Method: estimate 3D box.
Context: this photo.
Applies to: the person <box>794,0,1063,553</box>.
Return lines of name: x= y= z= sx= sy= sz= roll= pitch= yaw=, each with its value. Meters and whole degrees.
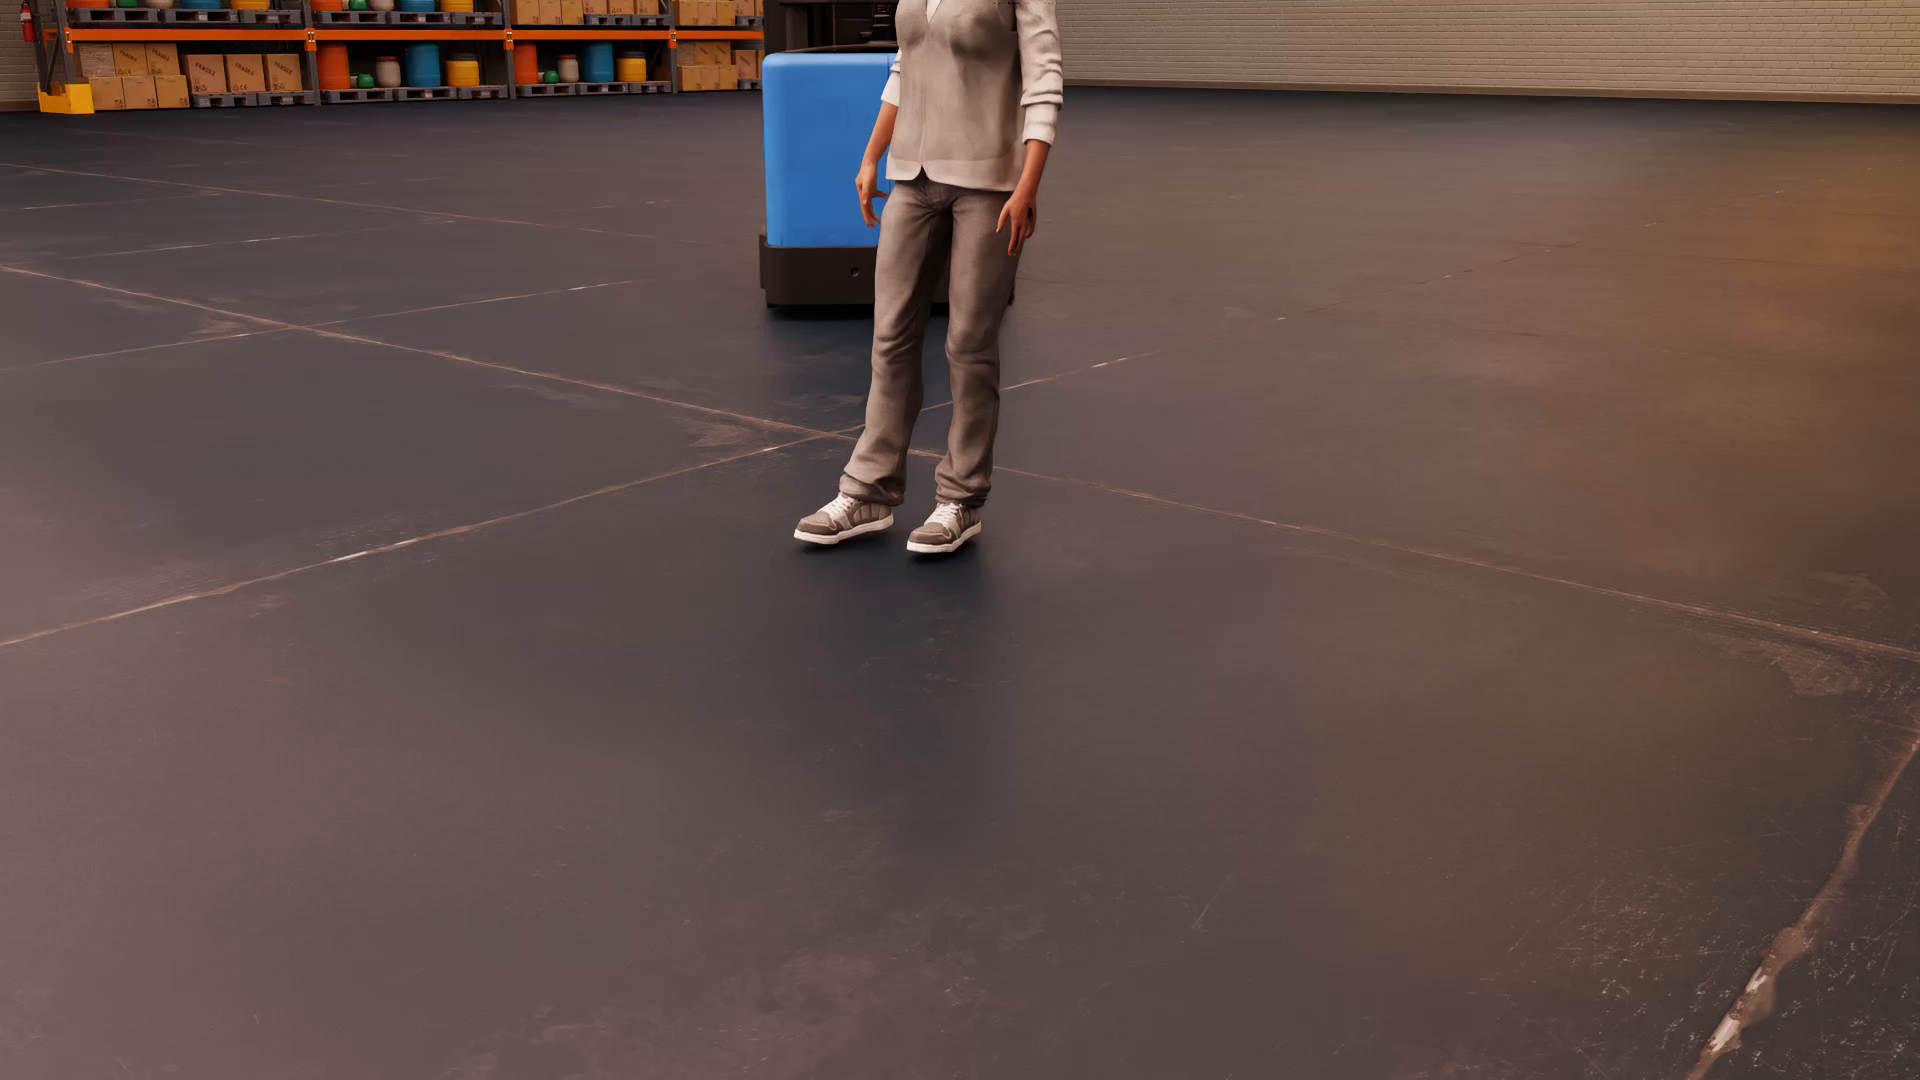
person: x=-0.058 y=-0.756 z=3.661 sx=0.521 sy=1.599 sz=0.473 roll=13 pitch=21 yaw=37

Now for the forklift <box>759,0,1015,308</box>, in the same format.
forklift: x=-0.396 y=-2.757 z=7.977 sx=1.130 sy=2.935 sz=3.031 roll=-1 pitch=17 yaw=-4
